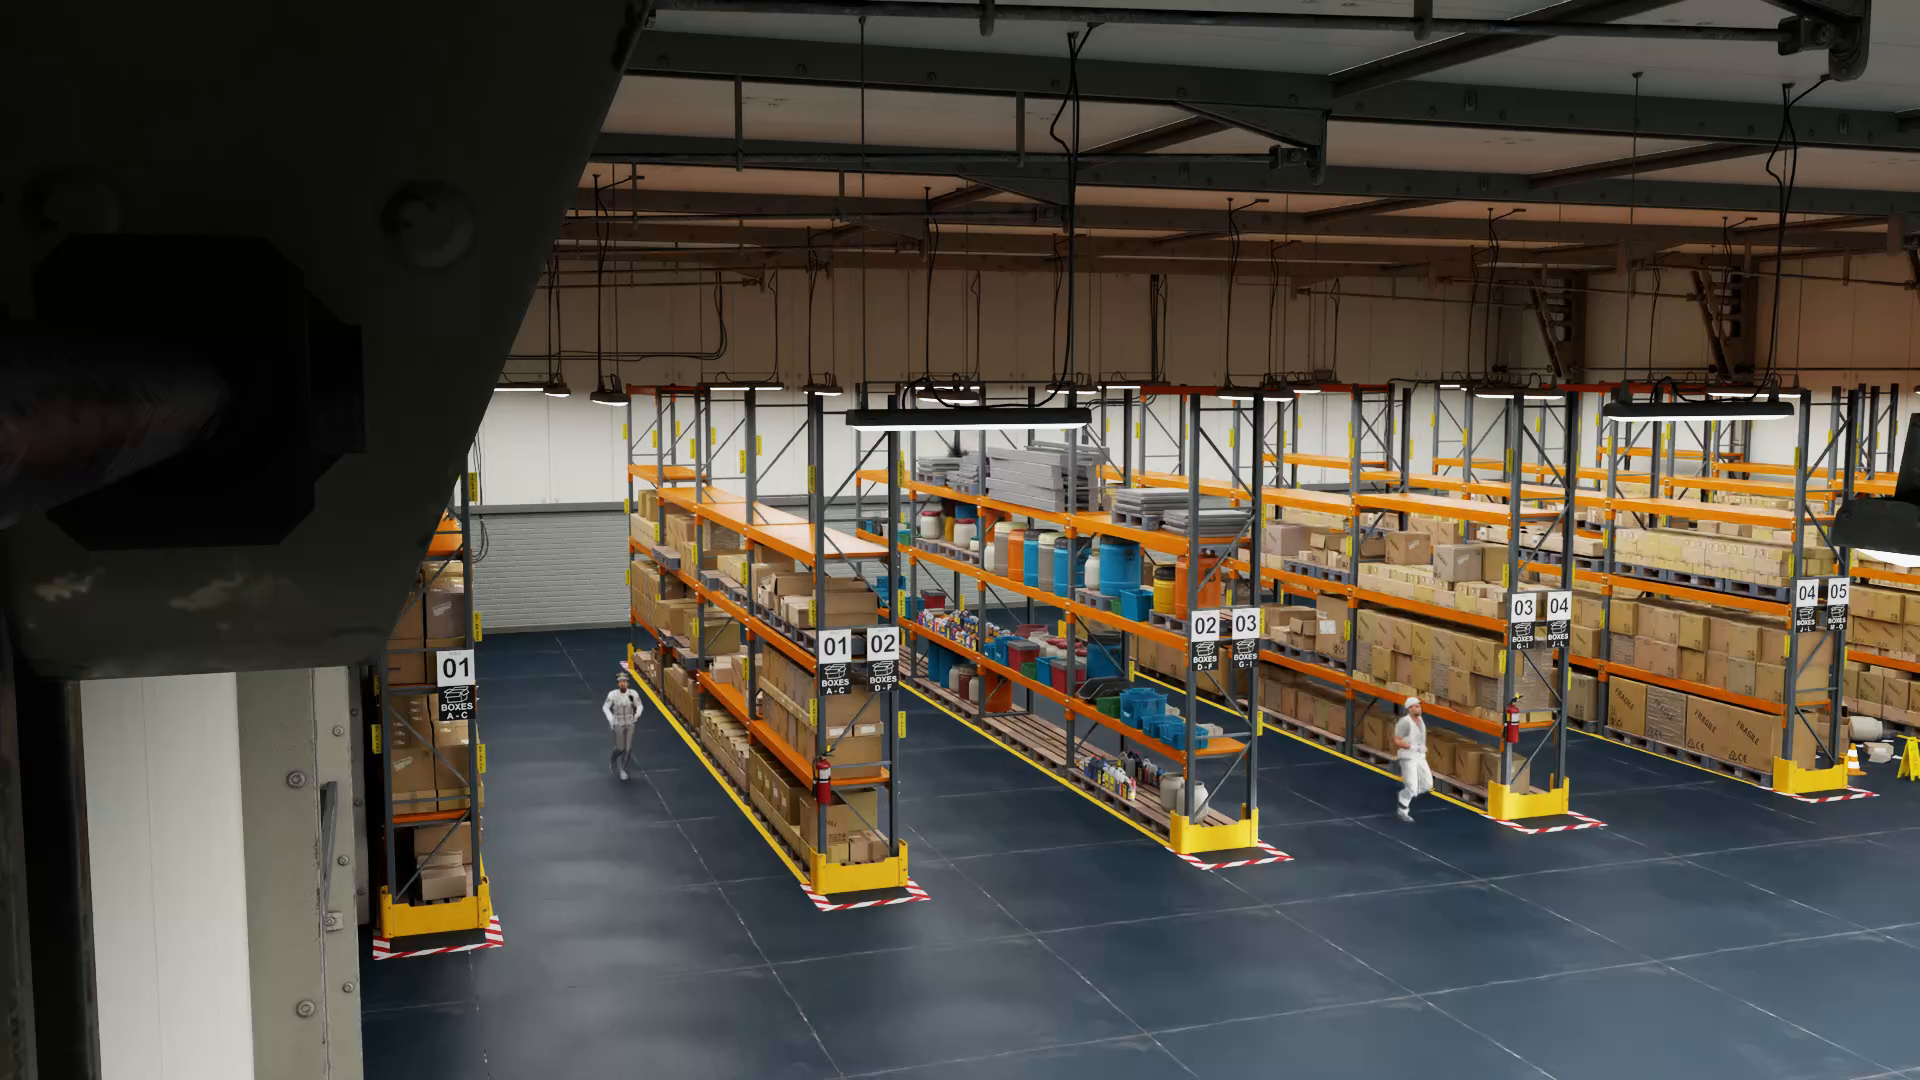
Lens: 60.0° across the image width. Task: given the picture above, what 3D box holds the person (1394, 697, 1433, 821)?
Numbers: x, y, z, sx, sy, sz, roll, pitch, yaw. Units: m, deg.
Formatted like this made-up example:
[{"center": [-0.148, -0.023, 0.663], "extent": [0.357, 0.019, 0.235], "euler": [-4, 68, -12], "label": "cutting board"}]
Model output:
[{"center": [6.345, 3.059, 23.231], "extent": [0.665, 1.748, 0.599], "euler": [-5, 7, -37], "label": "person"}]

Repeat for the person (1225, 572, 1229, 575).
[{"center": [6.148, 1.545, 38.960], "extent": [0.556, 1.607, 0.650], "euler": [-1, 6, -14], "label": "person"}]

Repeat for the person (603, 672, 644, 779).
[{"center": [-5.185, 2.860, 25.698], "extent": [0.598, 1.669, 0.569], "euler": [-2, 6, -19], "label": "person"}]
